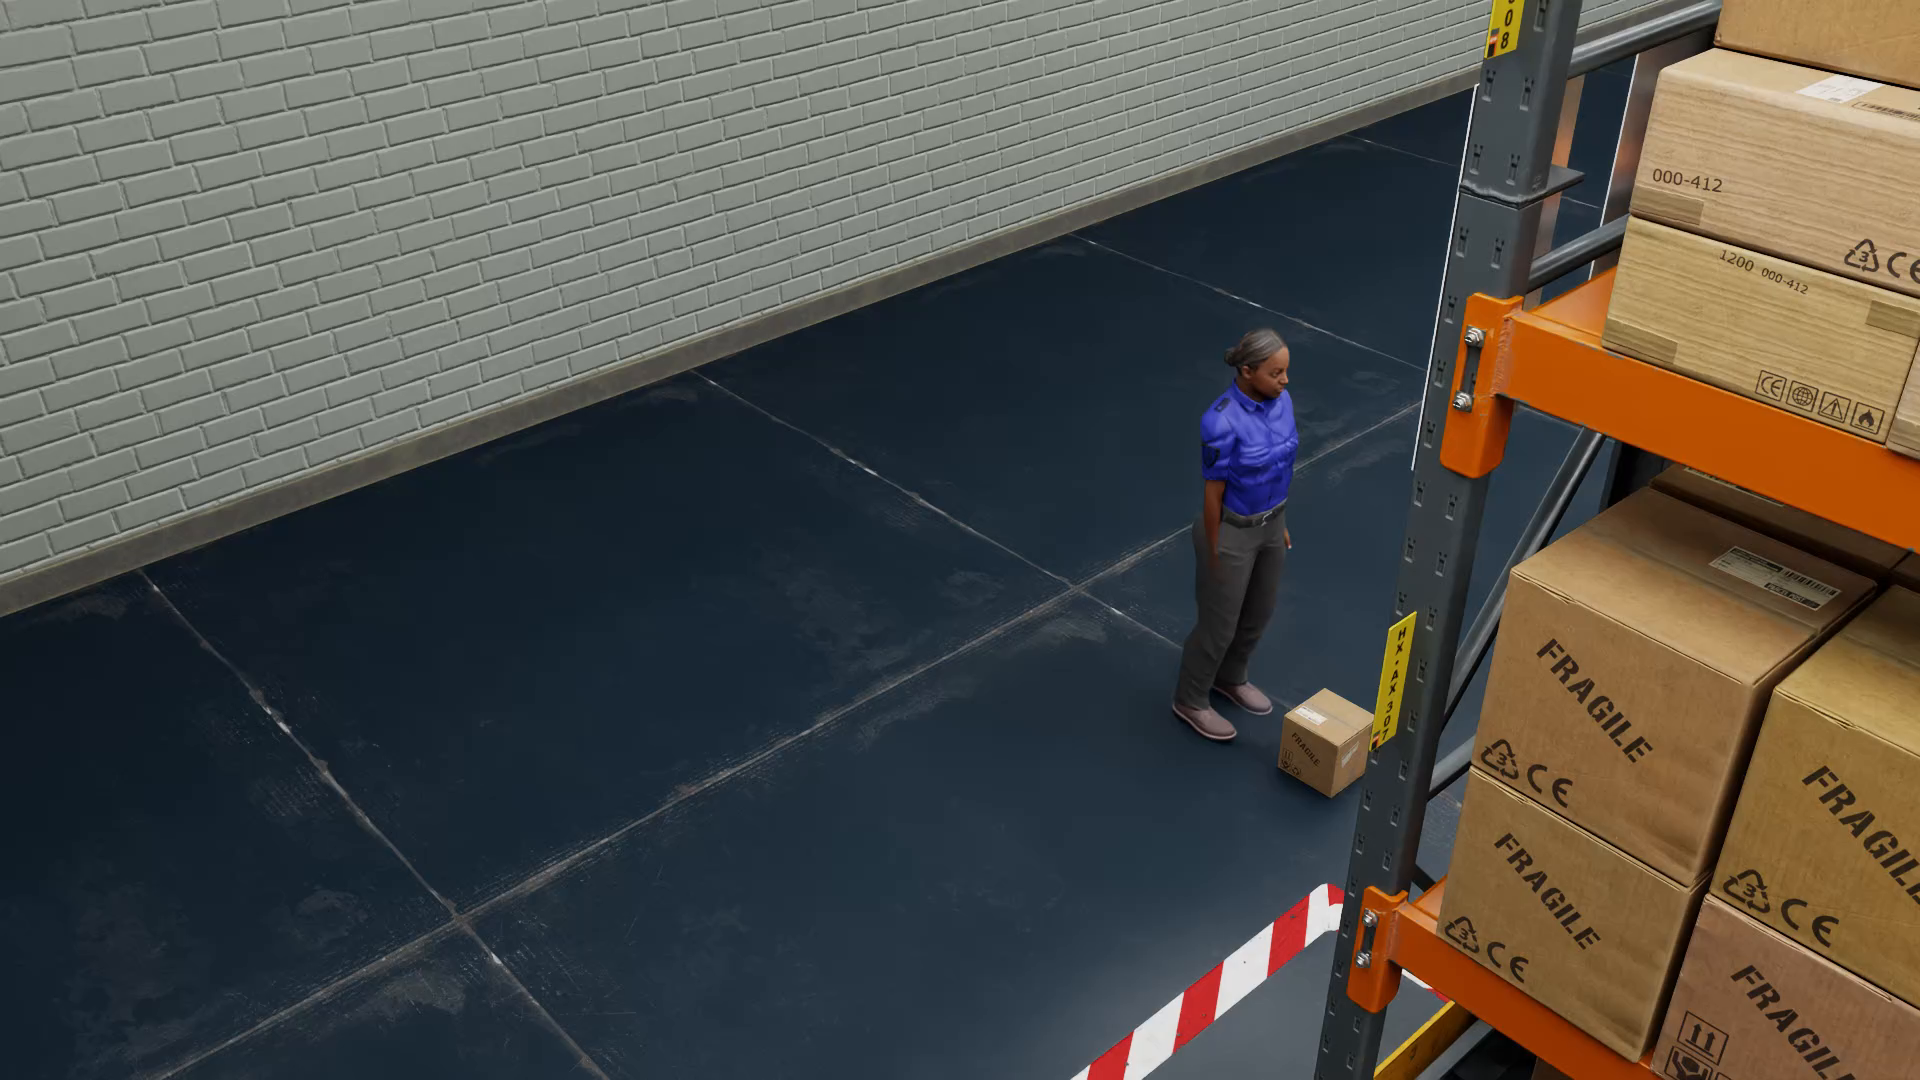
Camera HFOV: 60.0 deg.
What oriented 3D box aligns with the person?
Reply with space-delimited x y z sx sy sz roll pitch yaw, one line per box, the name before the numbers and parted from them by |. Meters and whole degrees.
person | 1.058 -0.023 6.190 0.437 1.664 0.309 -25 40 -34
